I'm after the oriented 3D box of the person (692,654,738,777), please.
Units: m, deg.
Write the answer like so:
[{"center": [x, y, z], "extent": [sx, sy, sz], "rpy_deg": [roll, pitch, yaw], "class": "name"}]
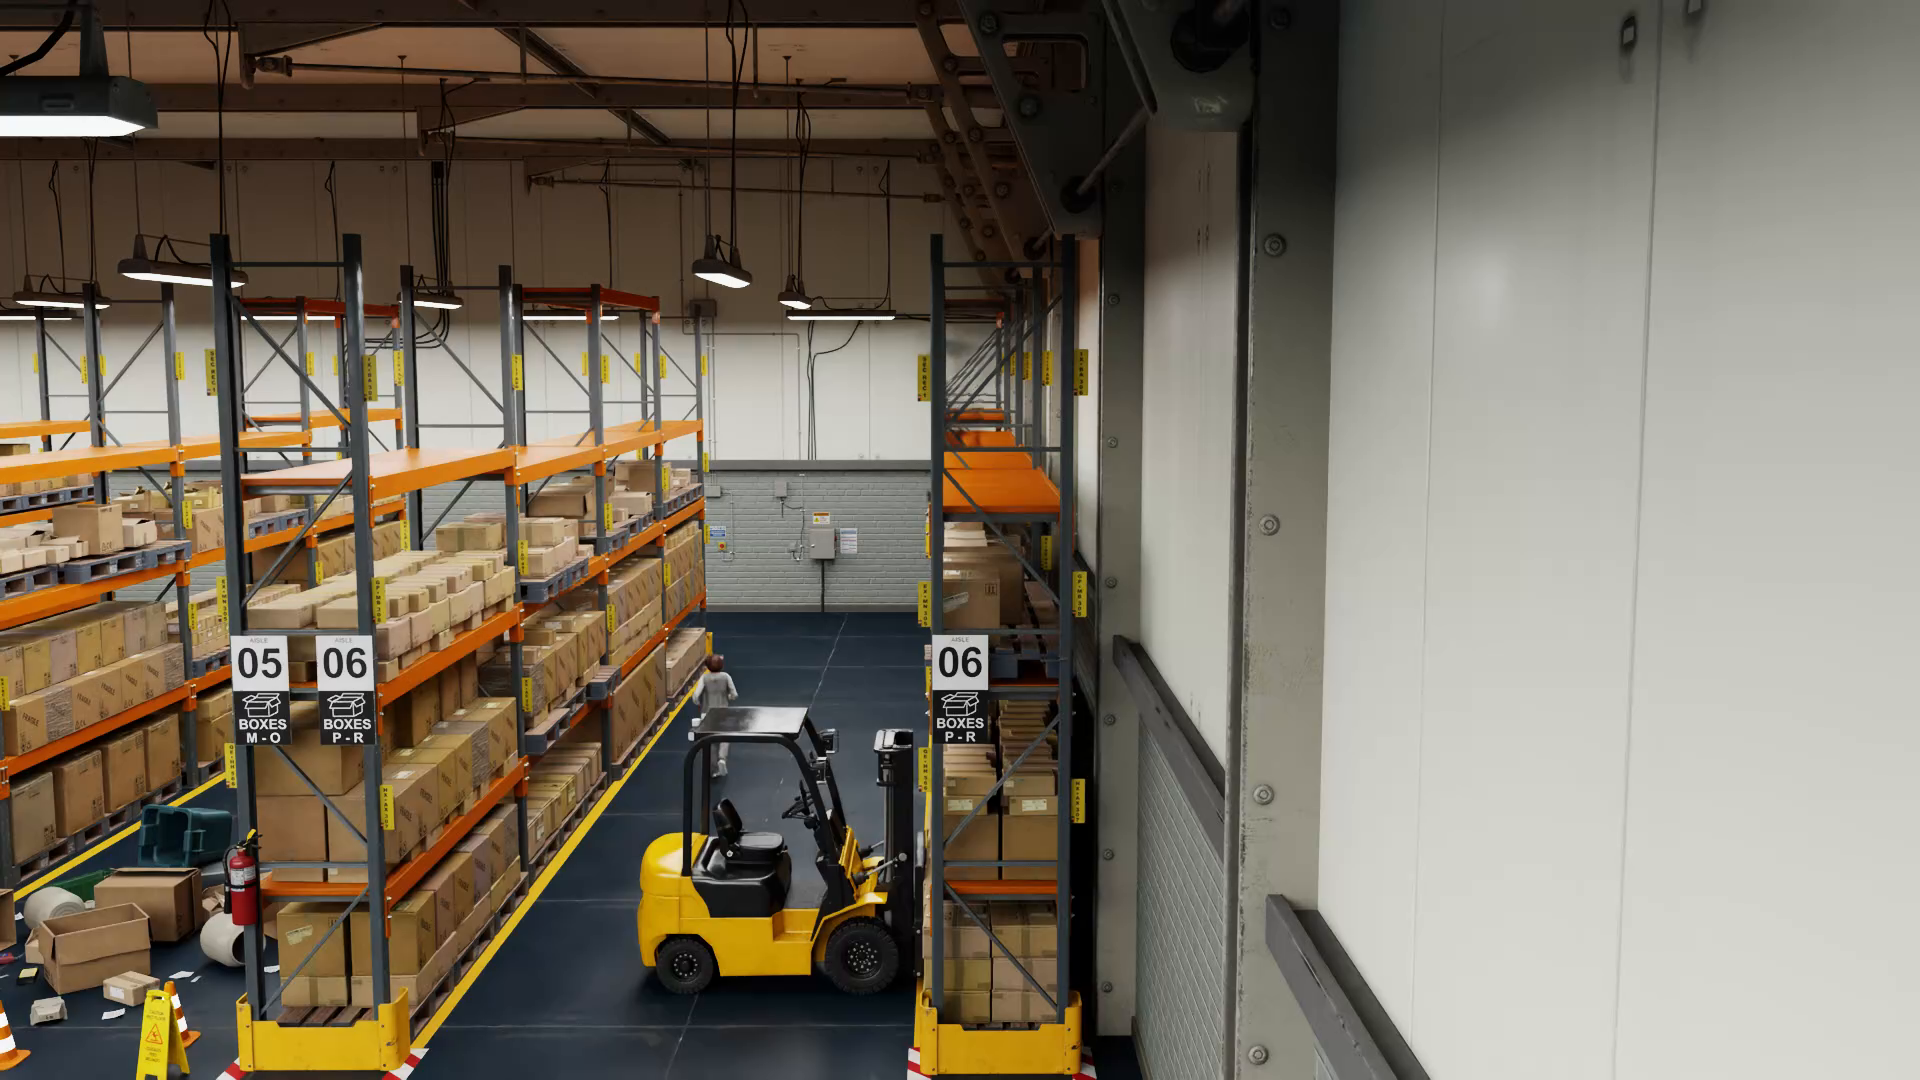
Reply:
[{"center": [-2.973, 2.172, 20.225], "extent": [0.548, 1.554, 0.737], "rpy_deg": [-1, 6, -7], "class": "person"}]
